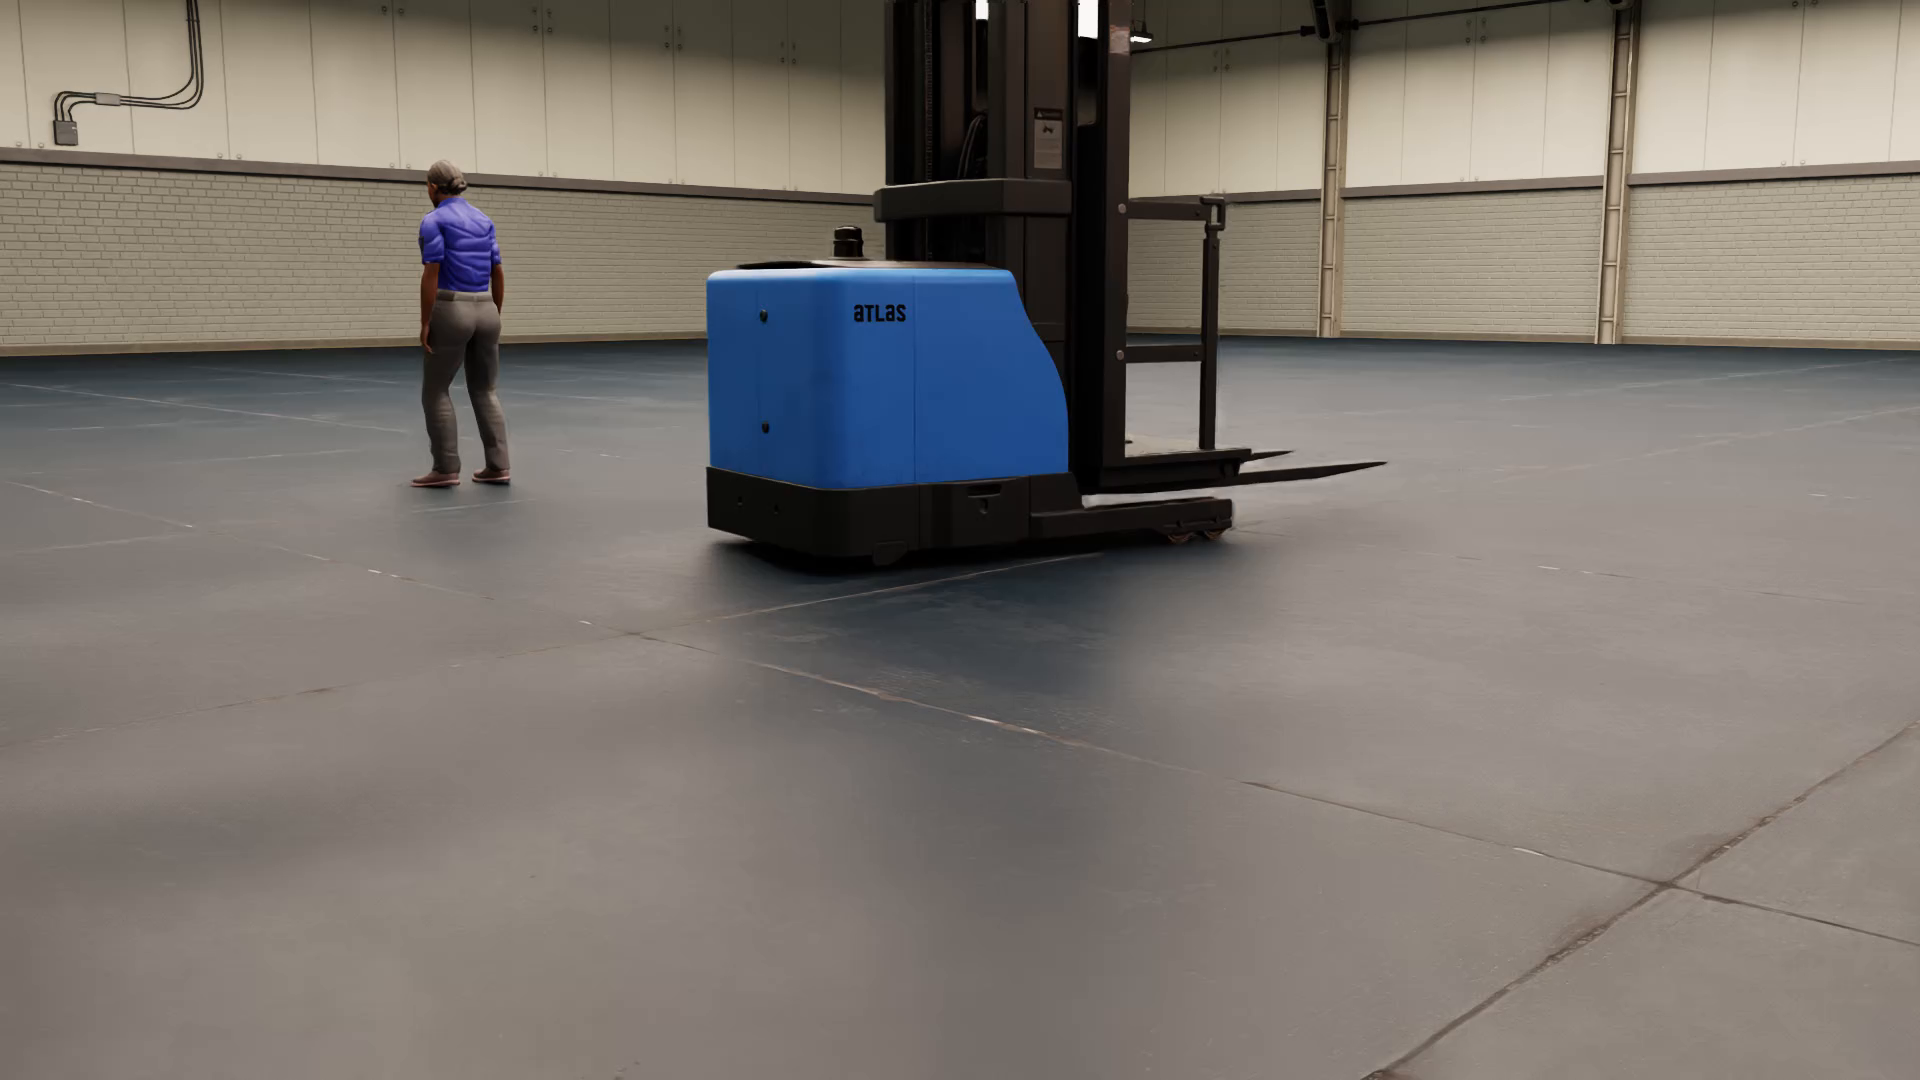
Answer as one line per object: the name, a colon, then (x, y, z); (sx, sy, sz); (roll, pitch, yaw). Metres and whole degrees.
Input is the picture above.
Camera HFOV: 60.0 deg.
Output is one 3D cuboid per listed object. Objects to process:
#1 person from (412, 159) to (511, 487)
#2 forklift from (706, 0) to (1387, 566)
person: (-2.570, -1.101, 8.518); (0.375, 1.662, 0.503); (7, 11, 37)
forklift: (0.506, -1.500, 6.837); (3.031, 2.935, 1.130); (-6, 10, -33)
